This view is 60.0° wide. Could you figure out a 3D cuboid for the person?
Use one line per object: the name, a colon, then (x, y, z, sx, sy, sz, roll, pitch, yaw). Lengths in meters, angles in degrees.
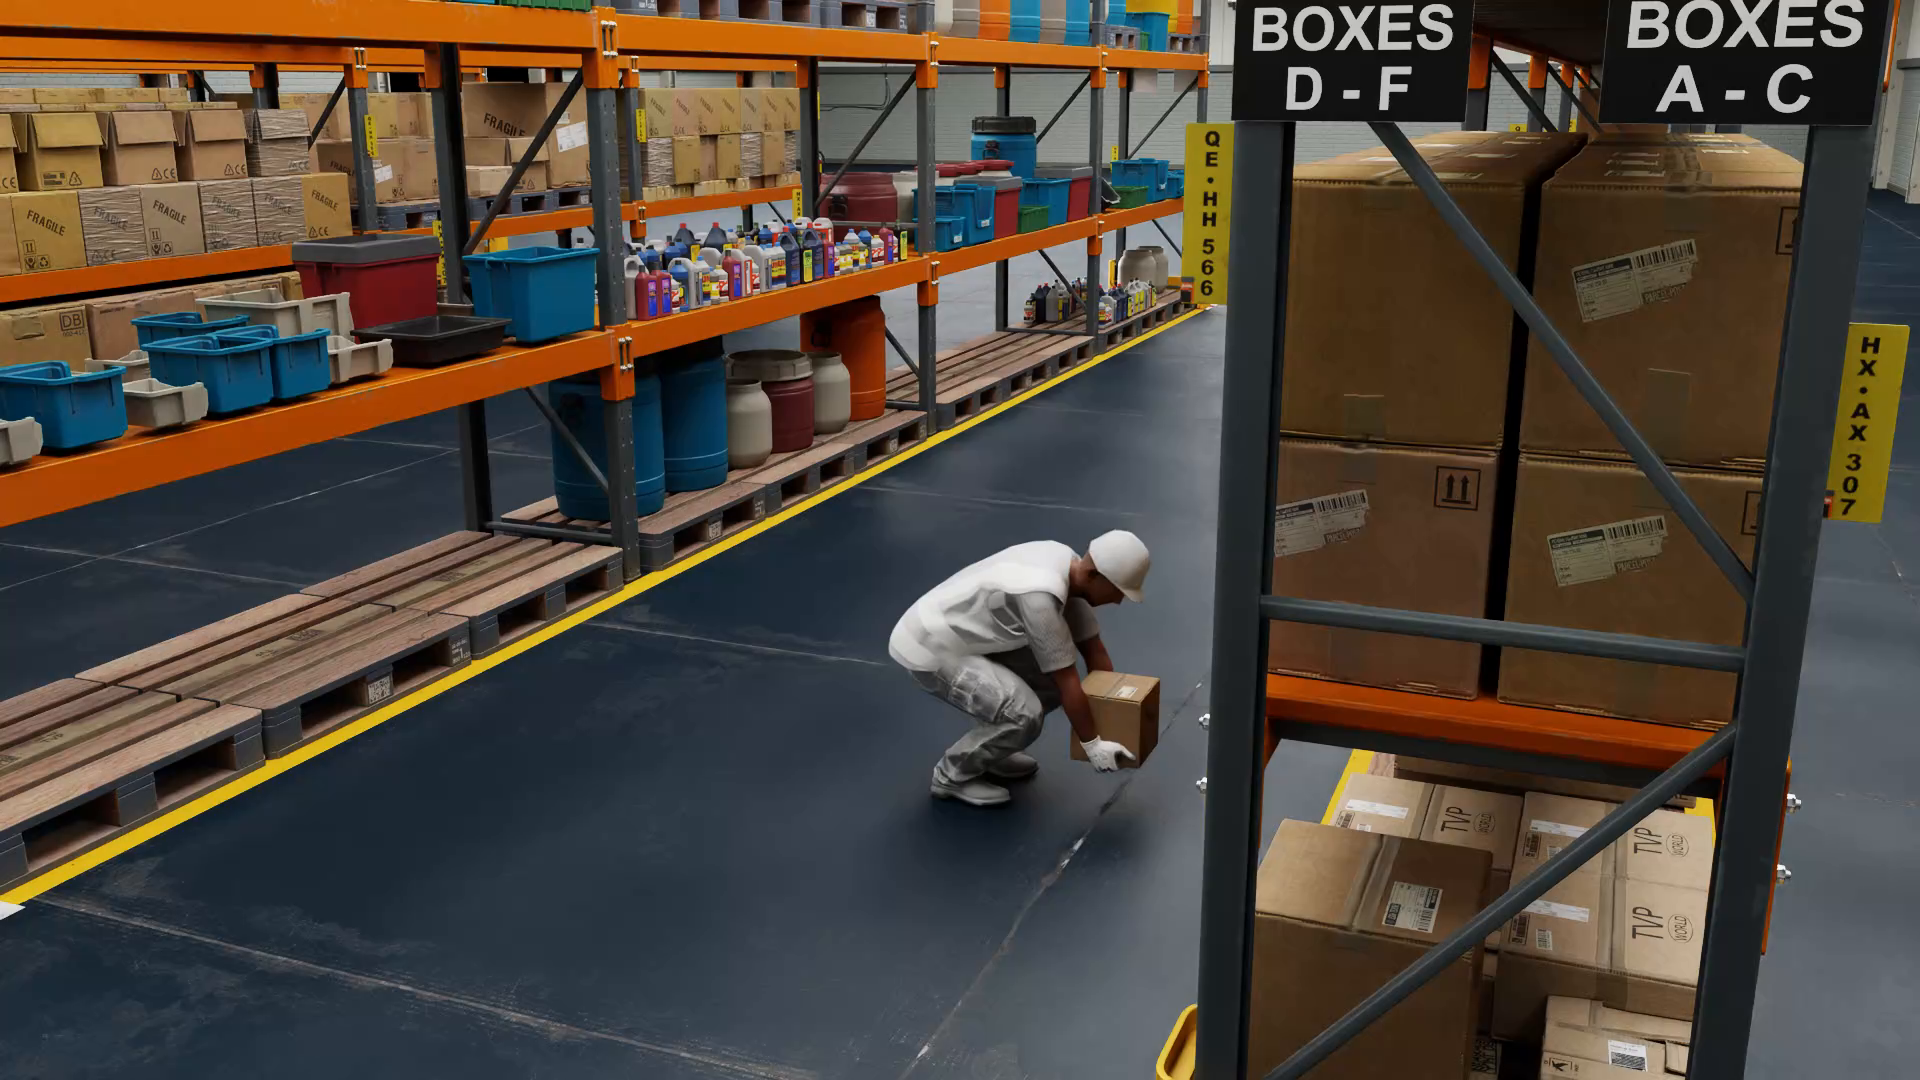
person: (0.228, 0.426, 5.928, 0.934, 0.998, 0.557, 6, 16, 19)
